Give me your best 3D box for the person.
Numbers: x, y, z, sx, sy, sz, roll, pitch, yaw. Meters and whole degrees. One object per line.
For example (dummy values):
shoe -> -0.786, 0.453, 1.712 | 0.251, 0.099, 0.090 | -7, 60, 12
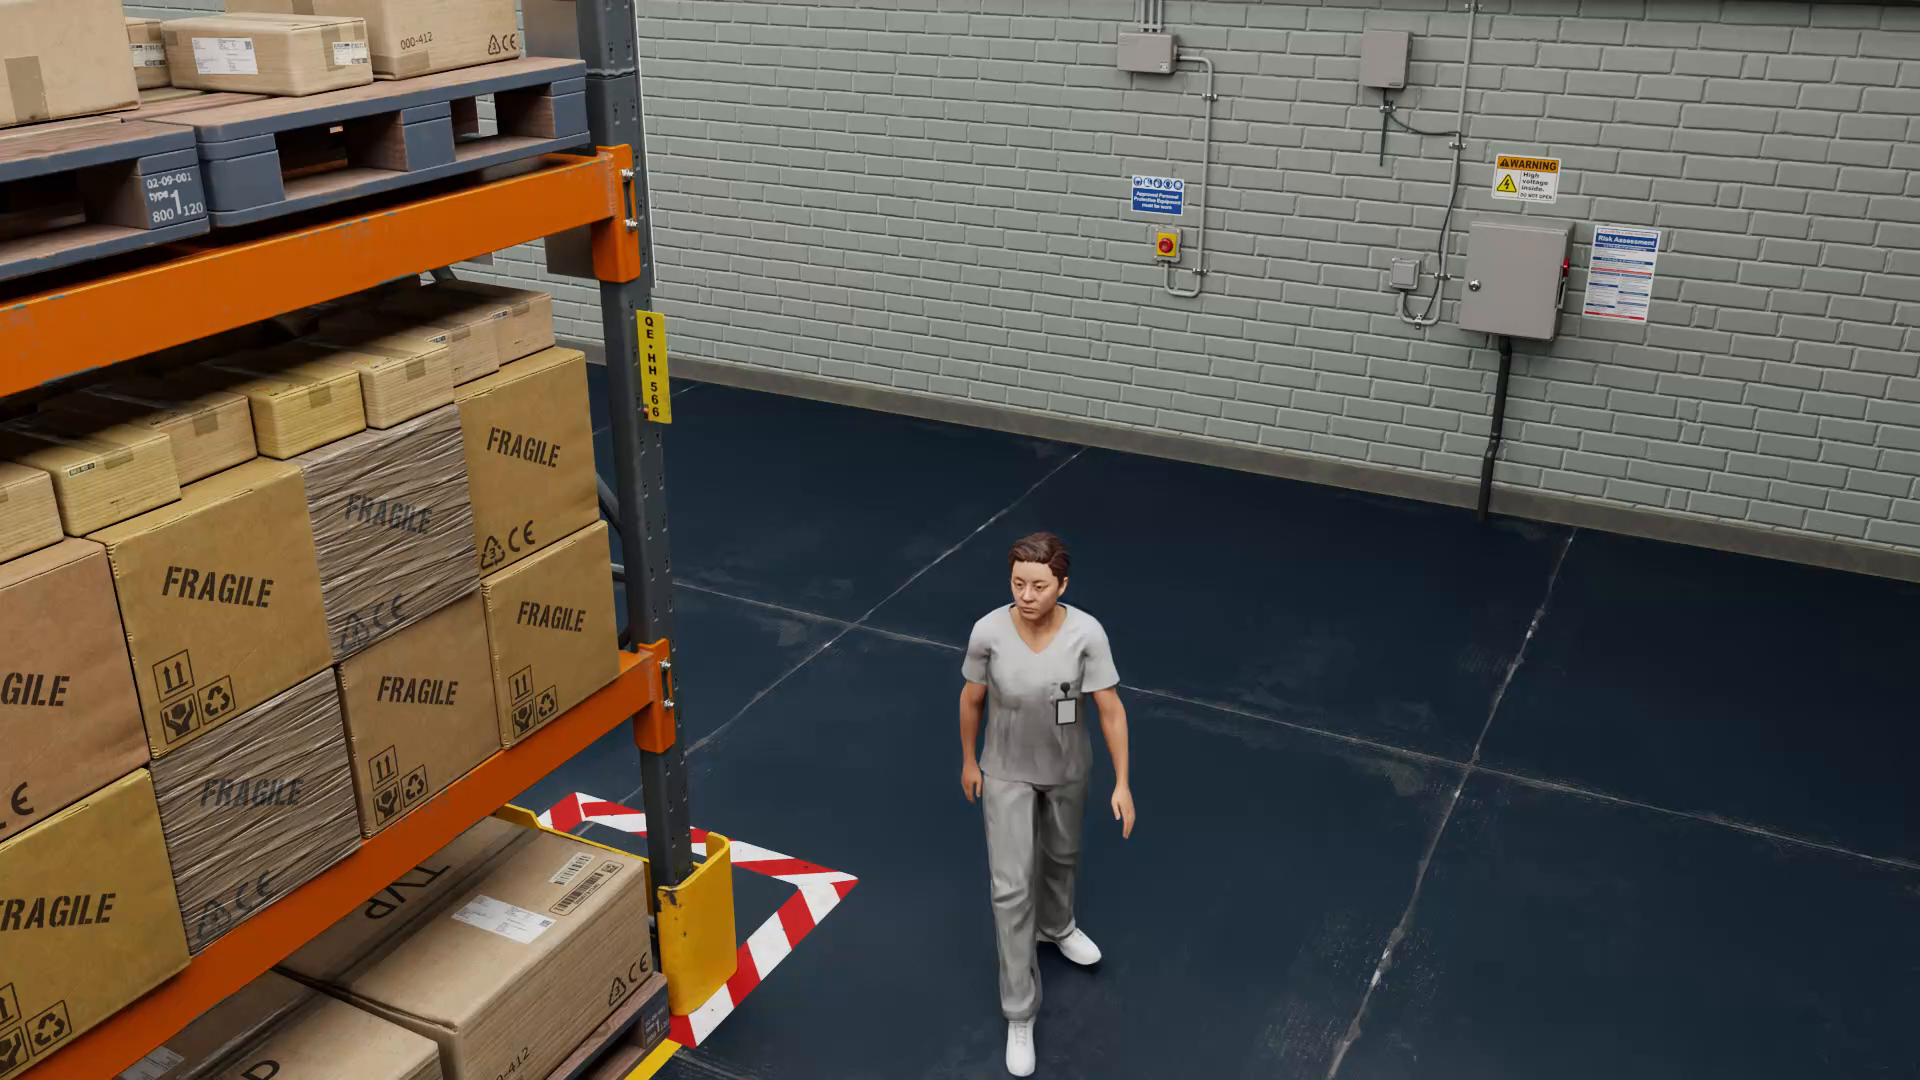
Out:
person -> 0.265, 0.771, 5.246 | 0.496, 1.665, 0.759 | -3, 23, -8
